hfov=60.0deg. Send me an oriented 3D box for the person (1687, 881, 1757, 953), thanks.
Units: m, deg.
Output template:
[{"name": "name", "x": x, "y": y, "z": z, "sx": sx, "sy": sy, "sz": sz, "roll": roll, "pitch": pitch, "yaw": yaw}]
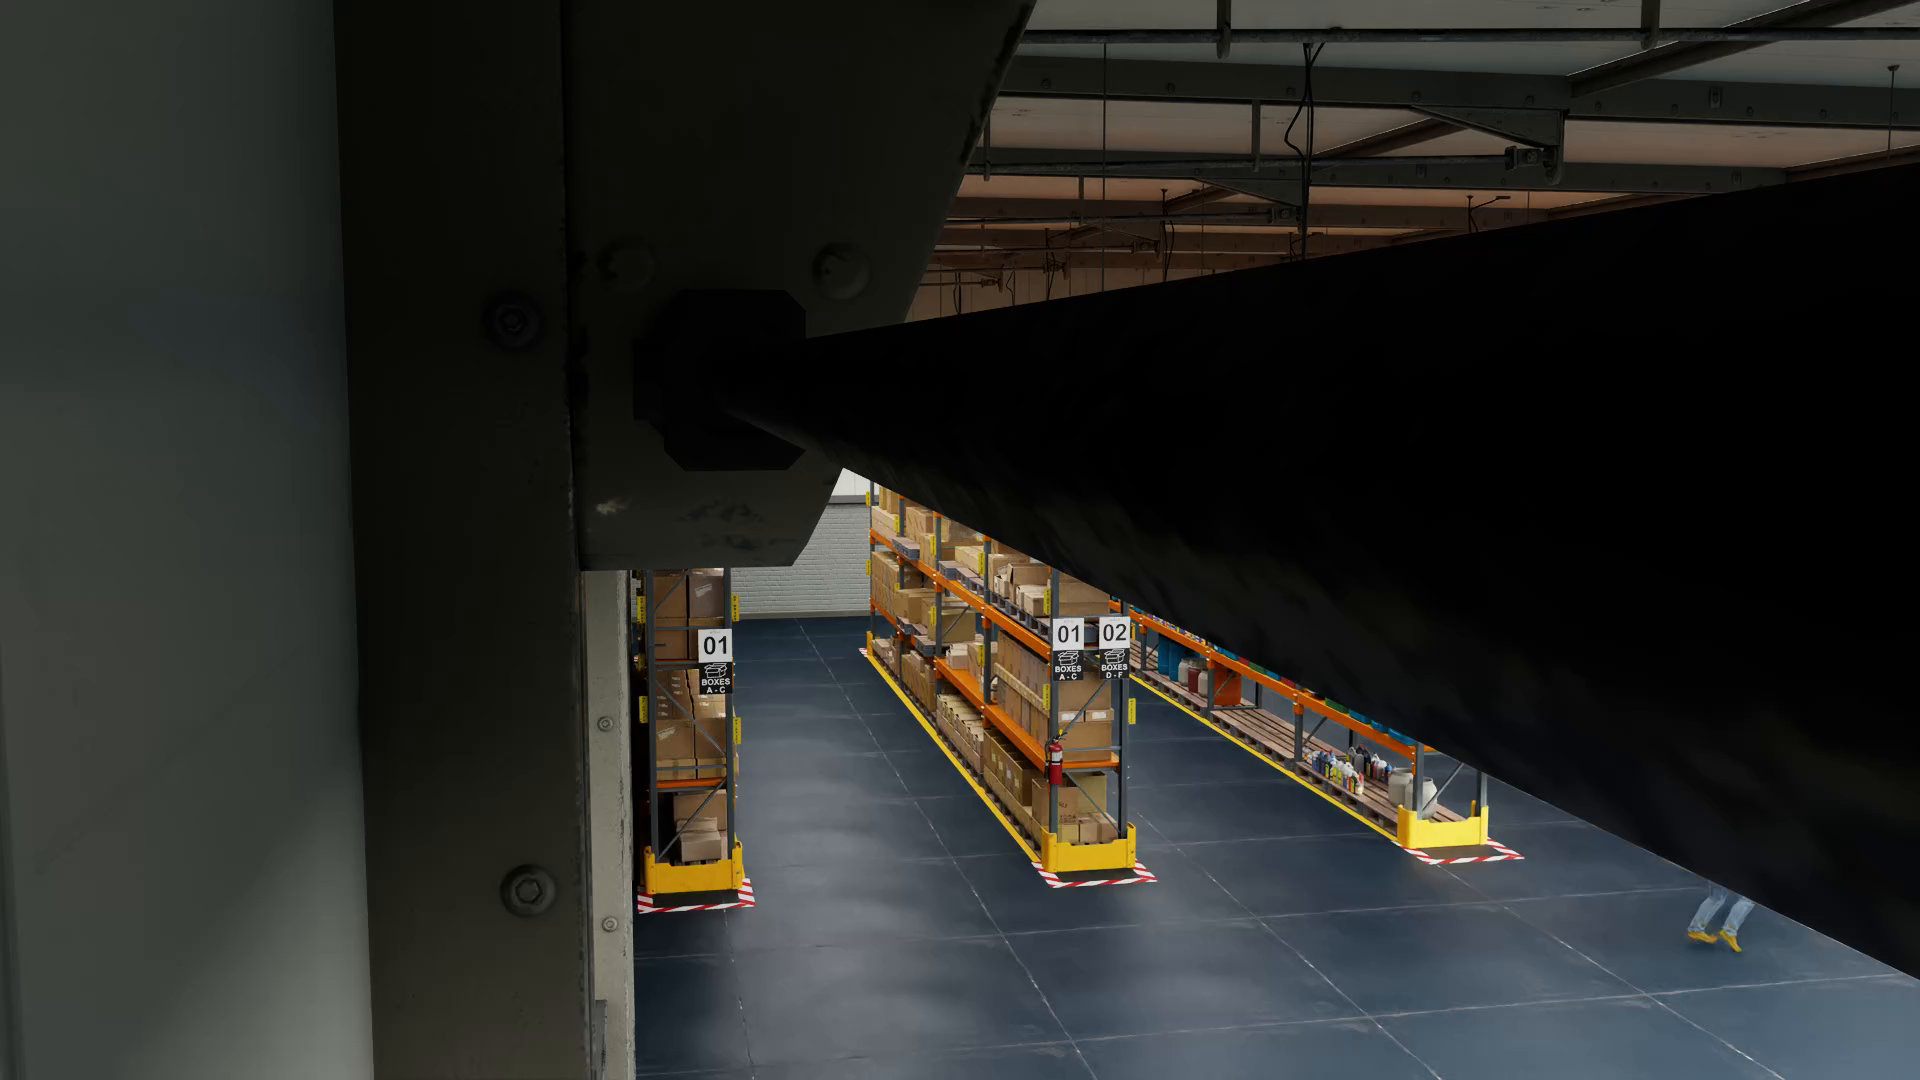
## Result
[{"name": "person", "x": 8.346, "y": 3.578, "z": 18.102, "sx": 0.739, "sy": 1.801, "sz": 0.672, "roll": 1, "pitch": 6, "yaw": 10}]
